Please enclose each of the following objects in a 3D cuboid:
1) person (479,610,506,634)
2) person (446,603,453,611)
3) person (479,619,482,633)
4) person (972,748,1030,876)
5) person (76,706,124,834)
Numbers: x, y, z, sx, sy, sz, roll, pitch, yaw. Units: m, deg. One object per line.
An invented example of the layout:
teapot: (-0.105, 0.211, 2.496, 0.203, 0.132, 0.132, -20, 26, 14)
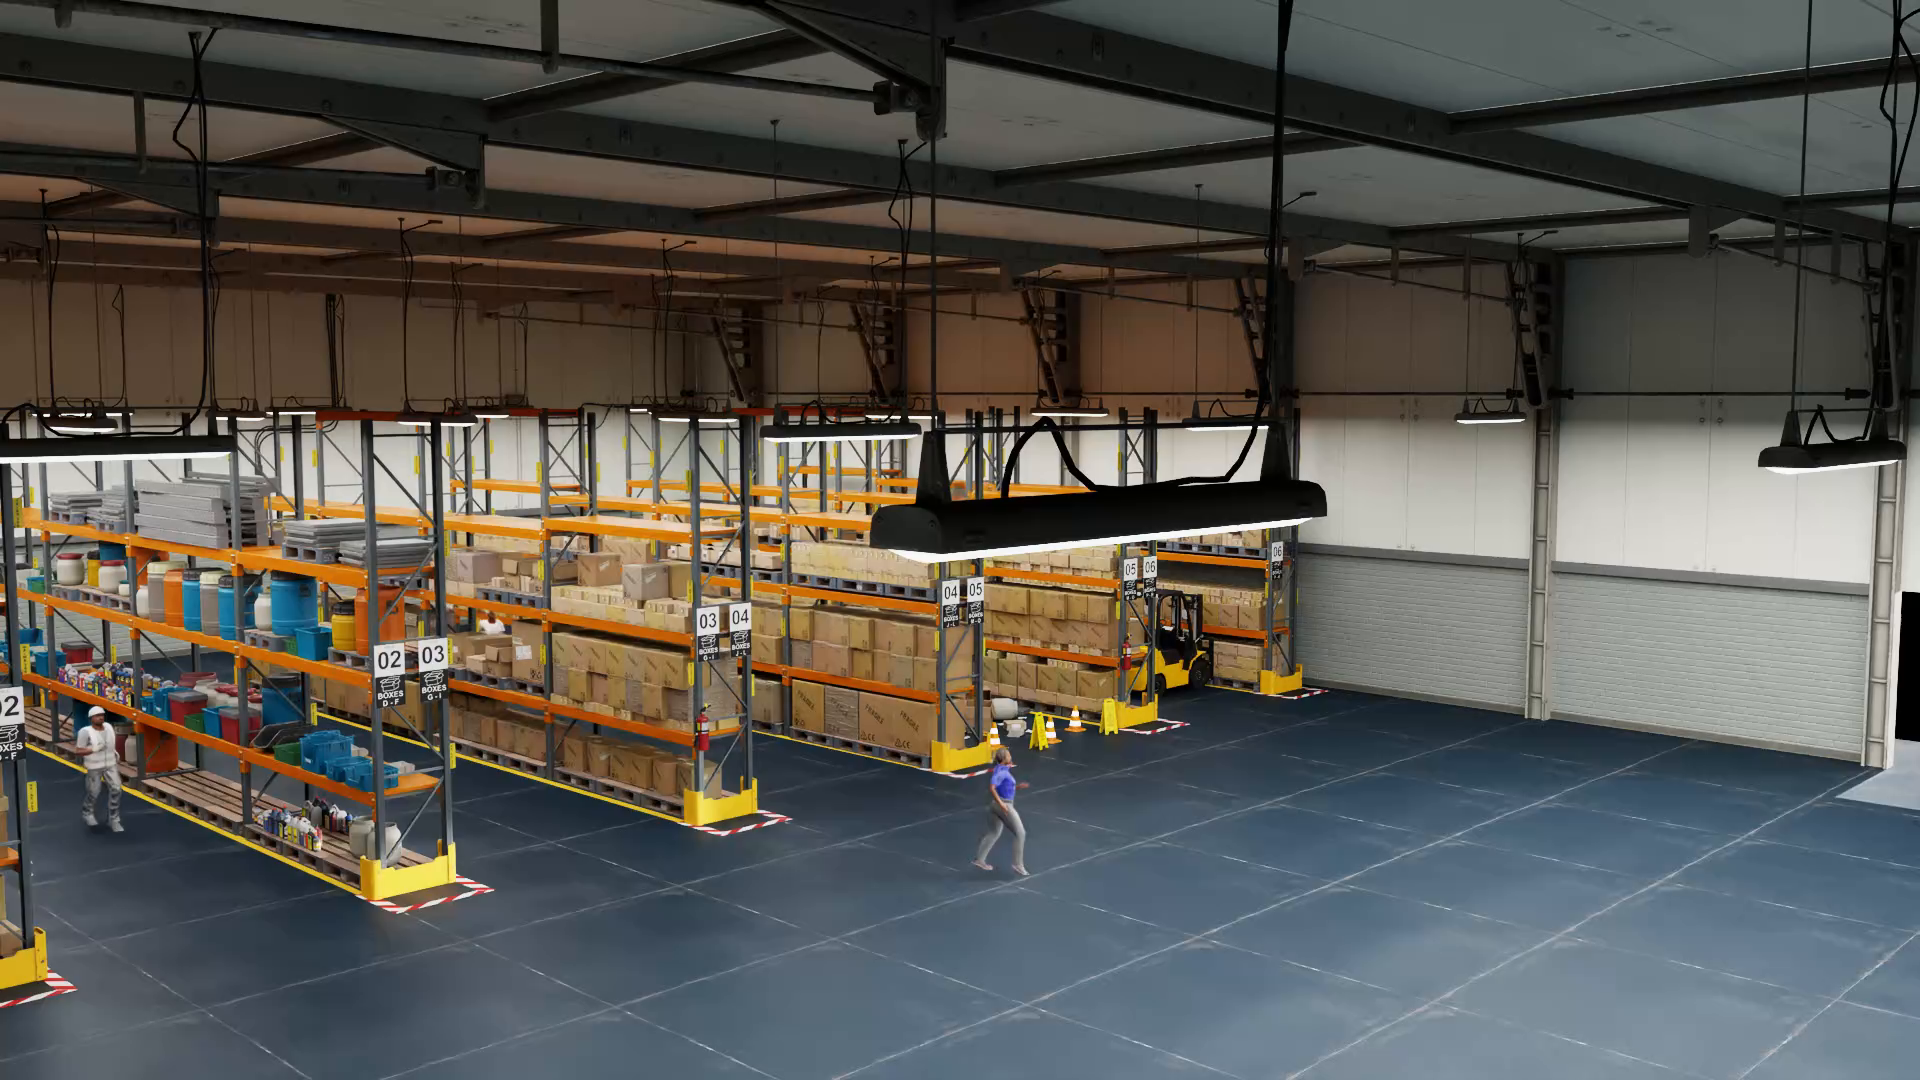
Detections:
person: (-10.036, 2.309, 35.617, 0.699, 1.768, 0.922, -5, 7, -44)
person: (-12.536, 1.922, 40.214, 0.757, 1.752, 0.795, -2, 5, -23)
person: (-11.688, 1.898, 40.624, 0.587, 1.684, 0.954, 4, 7, 40)
person: (0.548, 3.576, 21.796, 0.778, 1.719, 0.549, -2, 5, -17)
person: (-12.410, 3.306, 23.993, 0.763, 1.835, 0.657, 4, 6, 36)
